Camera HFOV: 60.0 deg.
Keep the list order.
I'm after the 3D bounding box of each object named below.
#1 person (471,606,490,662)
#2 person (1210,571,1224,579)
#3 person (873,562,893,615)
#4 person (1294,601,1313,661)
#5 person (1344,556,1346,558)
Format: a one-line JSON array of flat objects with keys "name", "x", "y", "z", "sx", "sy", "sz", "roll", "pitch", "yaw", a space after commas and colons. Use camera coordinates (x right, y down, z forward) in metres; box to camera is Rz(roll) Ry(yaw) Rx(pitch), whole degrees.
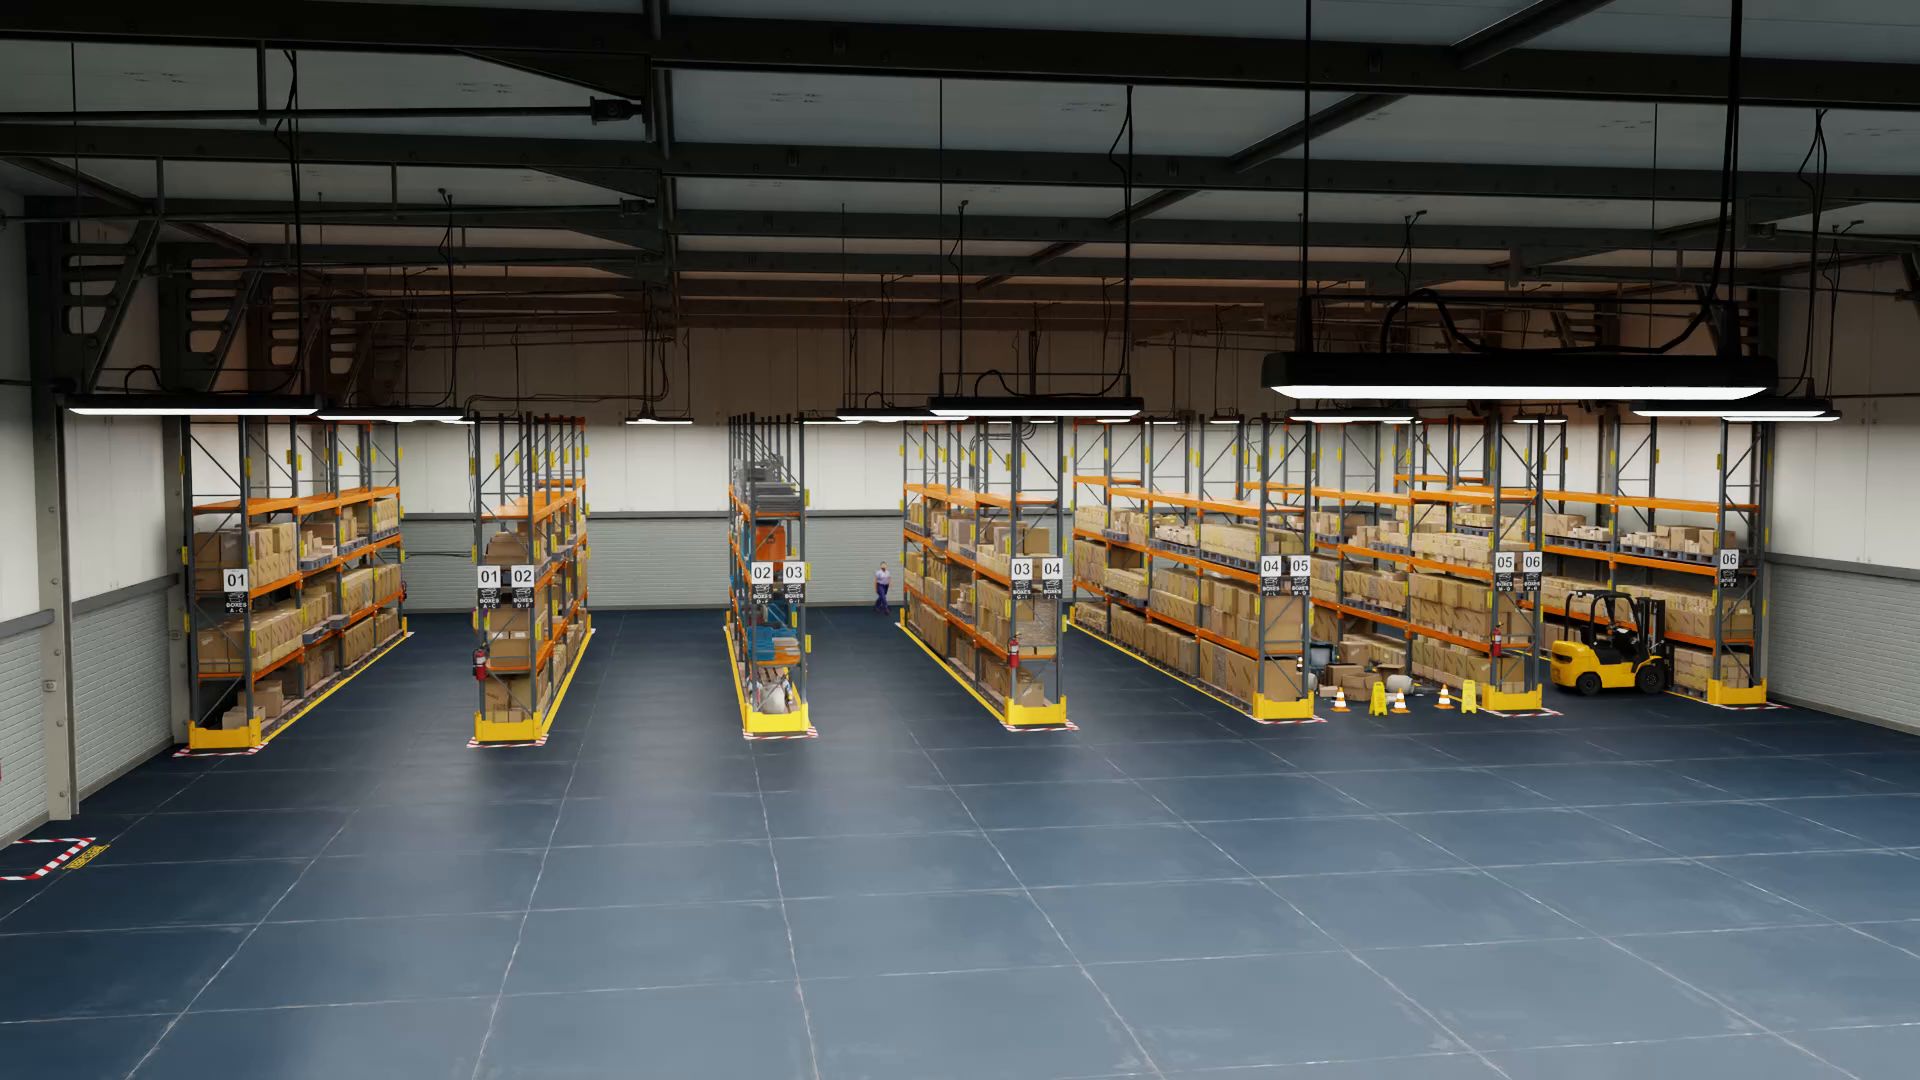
[{"name": "person", "x": -11.443, "y": 2.157, "z": 40.100, "sx": 0.660, "sy": 1.703, "sz": 0.642, "roll": -1, "pitch": 4, "yaw": -12}, {"name": "person", "x": 8.157, "y": 1.253, "z": 52.984, "sx": 0.494, "sy": 1.824, "sz": 0.575, "roll": -3, "pitch": 5, "yaw": -37}, {"name": "person", "x": -2.342, "y": 1.453, "z": 50.779, "sx": 0.486, "sy": 1.574, "sz": 1.078, "roll": -4, "pitch": 5, "yaw": -44}, {"name": "person", "x": 8.380, "y": 2.107, "z": 40.365, "sx": 0.531, "sy": 1.818, "sz": 0.556, "roll": -2, "pitch": 4, "yaw": -22}, {"name": "person", "x": 11.868, "y": 1.361, "z": 51.111, "sx": 0.777, "sy": 1.757, "sz": 0.591, "roll": 0, "pitch": 4, "yaw": -5}]
